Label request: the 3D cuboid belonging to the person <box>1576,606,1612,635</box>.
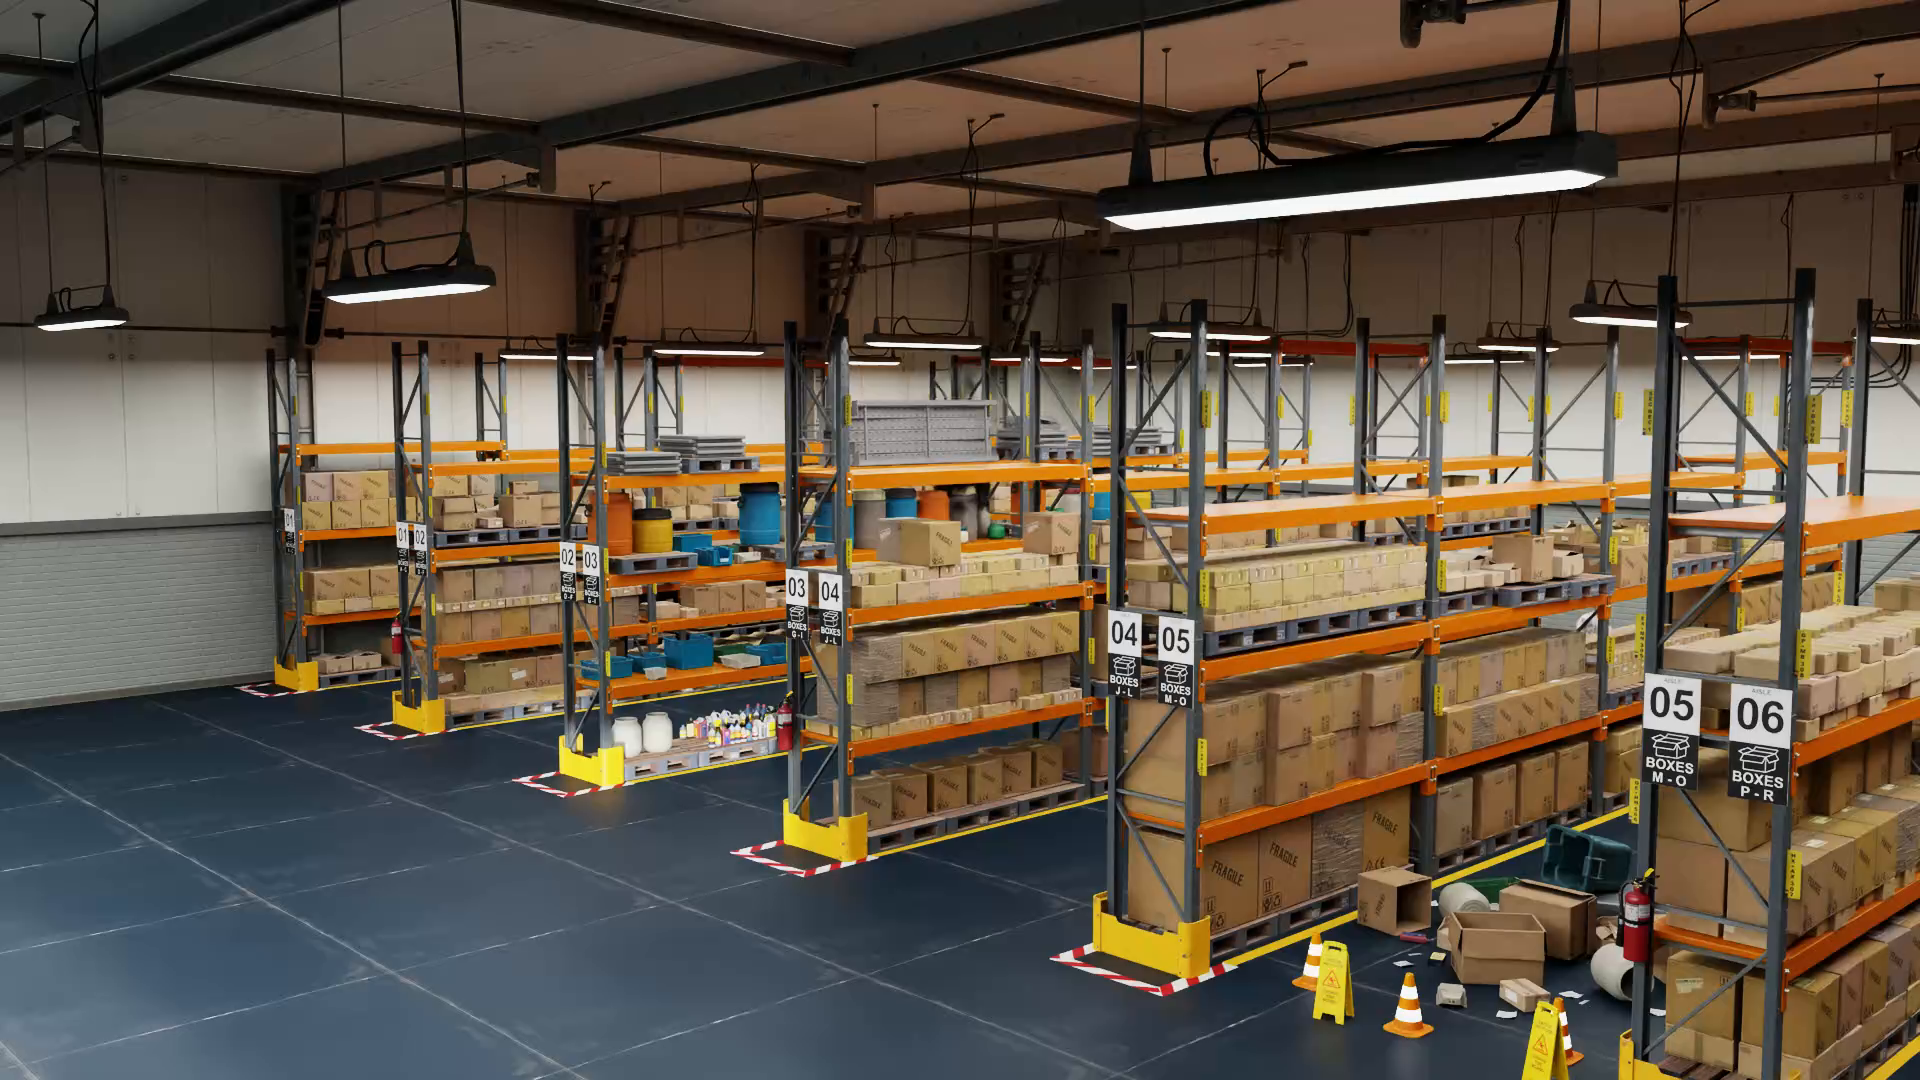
[{"bbox_3d":[11.179,1.822,29.257,0.635,1.646,0.540,-1,5,-8],"label":"person"}]
